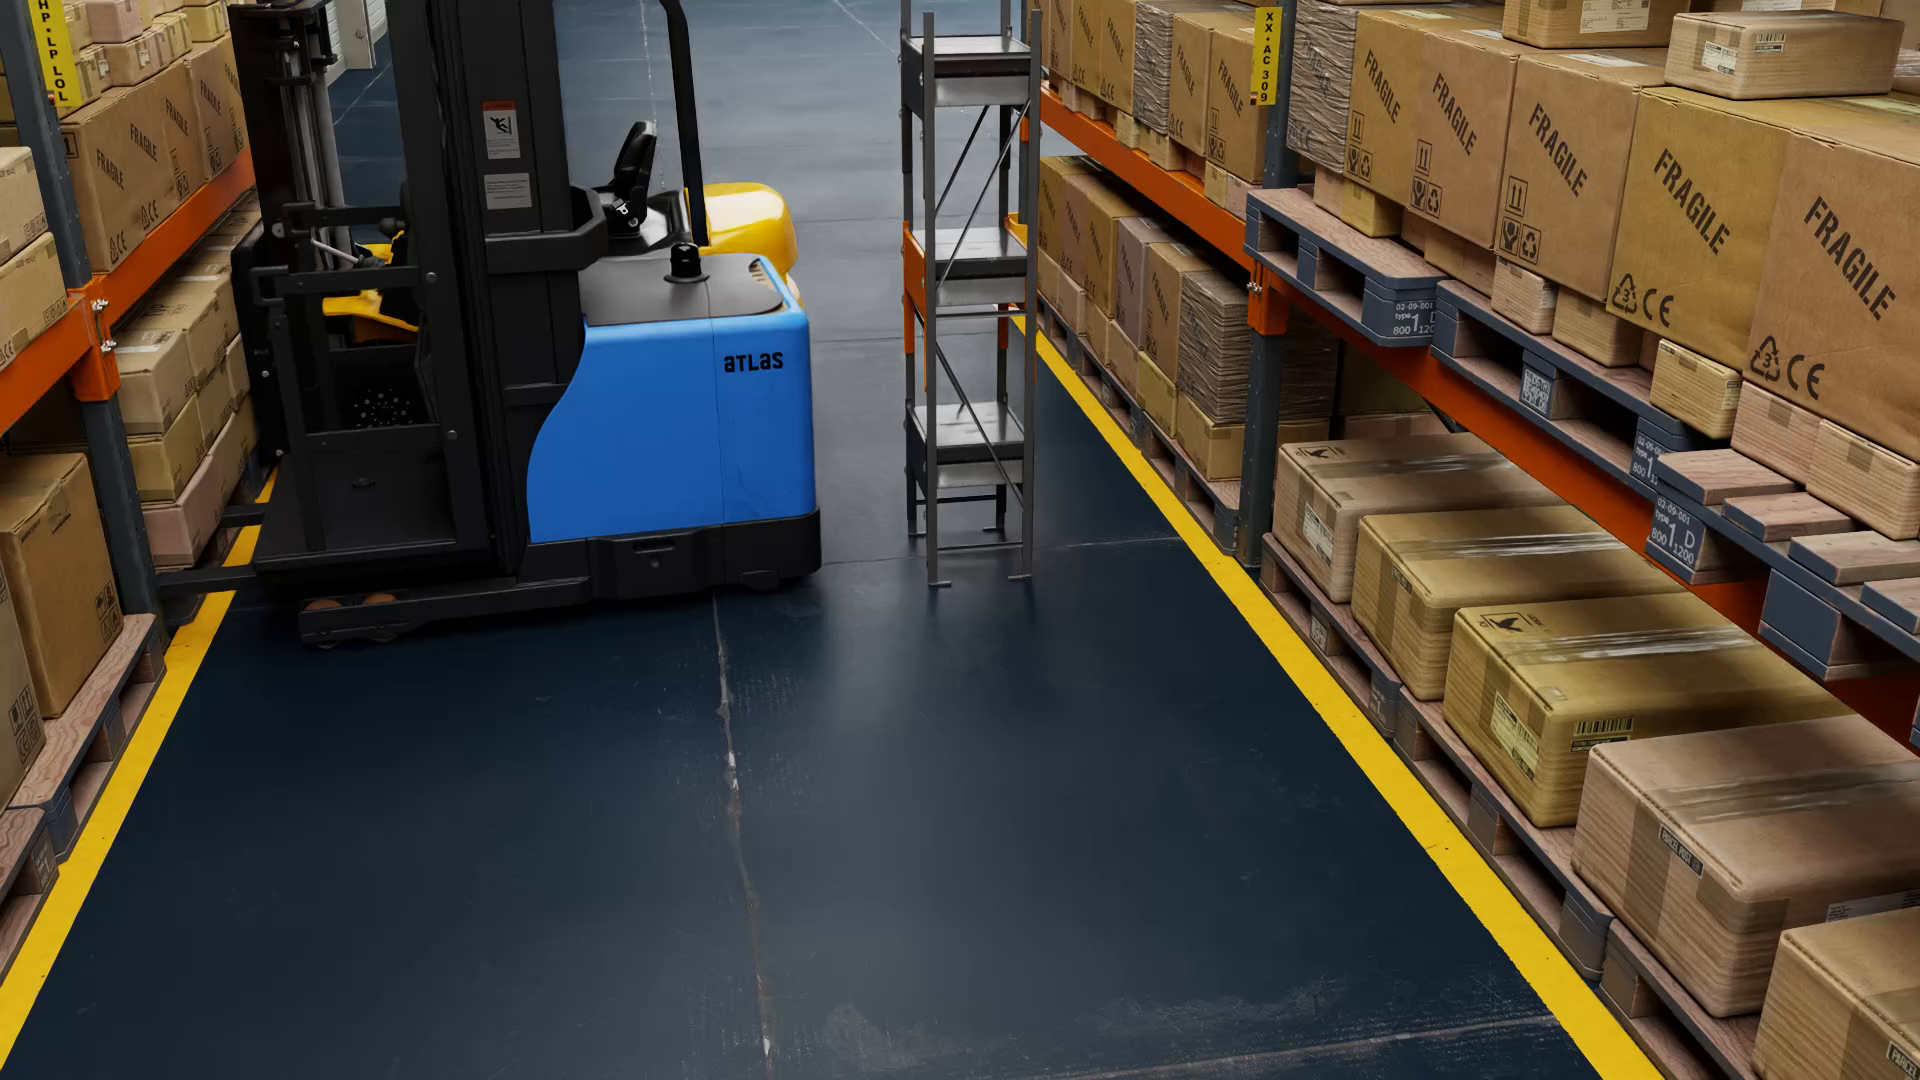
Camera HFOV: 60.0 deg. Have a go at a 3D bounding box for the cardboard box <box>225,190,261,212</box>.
[{"bbox_3d":[-3.534,-1.553,8.219,0.500,0.250,0.500,-4,24,-9],"label":"cardboard box"}]

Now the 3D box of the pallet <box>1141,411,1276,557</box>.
[{"bbox_3d":[1.432,-0.300,7.173,1.003,0.211,1.213,-4,24,-10],"label":"pallet"}]

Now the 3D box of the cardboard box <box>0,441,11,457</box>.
[{"bbox_3d":[-3.578,-0.285,5.942,0.500,0.250,0.500,-5,24,-11],"label":"cardboard box"}]

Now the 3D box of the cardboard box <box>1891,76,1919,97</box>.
[{"bbox_3d":[2.267,-0.724,3.640,0.500,0.500,0.500,-4,24,-9],"label":"cardboard box"}]

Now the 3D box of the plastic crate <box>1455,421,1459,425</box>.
[{"bbox_3d":[2.107,-0.657,8.153,0.402,0.080,0.583,-13,27,-28],"label":"plastic crate"}]

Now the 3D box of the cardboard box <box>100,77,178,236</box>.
[{"bbox_3d":[-3.224,-1.391,6.062,0.500,0.500,0.500,-4,24,-9],"label":"cardboard box"}]

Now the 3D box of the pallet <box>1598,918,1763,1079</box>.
[{"bbox_3d":[2.188,1.227,3.676,1.003,0.211,1.213,-4,24,-10],"label":"pallet"}]

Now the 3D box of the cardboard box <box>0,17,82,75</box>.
[{"bbox_3d":[-3.054,-1.574,5.300,0.380,0.149,0.250,-4,24,-9],"label":"cardboard box"}]

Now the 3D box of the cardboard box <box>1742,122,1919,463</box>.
[{"bbox_3d":[1.867,-0.478,3.076,0.500,0.500,0.500,-5,24,-11],"label":"cardboard box"}]

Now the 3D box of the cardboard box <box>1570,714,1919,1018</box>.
[{"bbox_3d":[2.092,0.756,4.029,0.950,0.372,0.625,-5,24,-11],"label":"cardboard box"}]

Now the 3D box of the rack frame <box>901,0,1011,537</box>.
[{"bbox_3d":[-0.015,-0.993,6.400,0.400,2.100,0.015,-4,24,-10],"label":"rack frame"}]

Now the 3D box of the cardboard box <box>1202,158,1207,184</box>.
[{"bbox_3d":[1.208,-1.511,6.776,0.380,0.149,0.250,-4,24,-9],"label":"cardboard box"}]

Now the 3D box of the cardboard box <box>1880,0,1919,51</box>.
[{"bbox_3d":[5.934,-3.007,9.700,0.875,0.550,0.550,-4,24,-10],"label":"cardboard box"}]

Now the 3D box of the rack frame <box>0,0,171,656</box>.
[{"bbox_3d":[-3.286,-0.947,5.172,1.000,3.000,0.127,-4,24,-10],"label":"rack frame"}]

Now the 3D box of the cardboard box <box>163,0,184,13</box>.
[{"bbox_3d":[-3.463,-2.272,6.897,0.380,0.149,0.250,-4,24,-9],"label":"cardboard box"}]

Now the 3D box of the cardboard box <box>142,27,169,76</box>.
[{"bbox_3d":[-3.231,-1.843,6.288,0.380,0.149,0.250,-5,24,-10],"label":"cardboard box"}]

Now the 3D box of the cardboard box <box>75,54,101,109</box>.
[{"bbox_3d":[-3.136,-1.537,5.586,0.380,0.149,0.250,-4,24,-9],"label":"cardboard box"}]

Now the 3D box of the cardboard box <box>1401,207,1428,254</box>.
[{"bbox_3d":[1.548,-0.948,4.962,0.380,0.149,0.250,-3,24,-6],"label":"cardboard box"}]

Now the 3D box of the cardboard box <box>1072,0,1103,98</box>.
[{"bbox_3d":[0.861,-2.461,8.141,0.500,0.500,0.500,-5,24,-11],"label":"cardboard box"}]

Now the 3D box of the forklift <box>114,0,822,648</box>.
[{"bbox_3d":[-2.103,-1.196,5.827,3.031,2.935,1.130,-6,24,-14],"label":"forklift"}]

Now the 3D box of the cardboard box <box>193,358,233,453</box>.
[{"bbox_3d":[-3.167,-0.520,6.479,0.500,0.250,0.500,-4,24,-10],"label":"cardboard box"}]

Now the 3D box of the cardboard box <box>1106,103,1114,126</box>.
[{"bbox_3d":[0.931,-2.115,8.159,0.380,0.149,0.250,-3,24,-8],"label":"cardboard box"}]

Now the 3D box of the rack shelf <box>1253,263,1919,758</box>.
[{"bbox_3d":[1.961,-0.200,4.359,1.077,0.370,4.000,-4,24,-10],"label":"rack shelf"}]

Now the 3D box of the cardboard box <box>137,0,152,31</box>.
[{"bbox_3d":[-3.268,-1.979,6.226,0.380,0.149,0.250,-5,24,-11],"label":"cardboard box"}]

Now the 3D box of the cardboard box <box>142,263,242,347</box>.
[{"bbox_3d":[-3.255,-0.948,6.835,0.500,0.250,0.500,-3,24,-8],"label":"cardboard box"}]

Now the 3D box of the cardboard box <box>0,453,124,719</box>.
[{"bbox_3d":[-3.179,0.153,5.095,0.875,0.625,0.625,-3,24,-7],"label":"cardboard box"}]

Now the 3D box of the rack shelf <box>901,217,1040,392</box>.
[{"bbox_3d":[0.031,-0.885,6.186,0.431,0.518,0.480,-4,24,-10],"label":"rack shelf"}]

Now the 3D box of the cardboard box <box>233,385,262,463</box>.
[{"bbox_3d":[-3.270,-0.494,7.044,0.500,0.250,0.500,-4,24,-9],"label":"cardboard box"}]

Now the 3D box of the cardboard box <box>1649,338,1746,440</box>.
[{"bbox_3d":[1.724,-0.335,3.557,0.380,0.149,0.250,-4,24,-9],"label":"cardboard box"}]

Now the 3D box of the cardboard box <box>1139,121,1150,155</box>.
[{"bbox_3d":[1.023,-1.807,7.454,0.380,0.149,0.250,-5,24,-11],"label":"cardboard box"}]

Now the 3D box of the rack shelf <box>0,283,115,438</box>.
[{"bbox_3d":[-2.916,0.169,3.514,1.077,0.370,4.000,-4,24,-10],"label":"rack shelf"}]

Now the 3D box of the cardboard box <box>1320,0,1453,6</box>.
[{"bbox_3d":[1.331,-1.777,5.239,0.380,0.149,0.250,-4,24,-10],"label":"cardboard box"}]

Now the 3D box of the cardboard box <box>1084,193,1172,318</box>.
[{"bbox_3d":[0.920,-1.415,8.217,0.500,0.500,0.500,-4,24,-9],"label":"cardboard box"}]

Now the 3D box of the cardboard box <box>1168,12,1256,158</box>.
[{"bbox_3d":[1.163,-1.857,6.757,0.500,0.500,0.500,-4,24,-8],"label":"cardboard box"}]

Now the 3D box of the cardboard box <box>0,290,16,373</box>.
[{"bbox_3d":[-2.838,-0.503,4.340,0.500,0.250,0.500,-4,24,-10],"label":"cardboard box"}]

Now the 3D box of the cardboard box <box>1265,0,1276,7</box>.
[{"bbox_3d":[1.650,-2.348,6.633,0.700,0.500,0.500,-4,24,-9],"label":"cardboard box"}]

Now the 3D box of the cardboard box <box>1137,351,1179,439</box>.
[{"bbox_3d":[1.109,-0.670,7.447,0.500,0.250,0.500,-5,24,-11],"label":"cardboard box"}]

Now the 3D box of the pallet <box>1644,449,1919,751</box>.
[{"bbox_3d":[2.094,0.073,3.076,1.213,0.211,1.003,-4,24,-10],"label":"pallet"}]

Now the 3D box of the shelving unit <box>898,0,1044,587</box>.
[{"bbox_3d":[0.031,-0.897,6.181,0.431,2.100,0.503,-4,24,-10],"label":"shelving unit"}]

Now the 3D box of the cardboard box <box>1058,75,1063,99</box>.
[{"bbox_3d":[0.741,-2.417,8.850,0.380,0.149,0.250,-5,24,-11],"label":"cardboard box"}]

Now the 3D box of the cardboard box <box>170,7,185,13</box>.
[{"bbox_3d":[-3.468,-2.141,6.968,0.380,0.149,0.250,-4,24,-10],"label":"cardboard box"}]

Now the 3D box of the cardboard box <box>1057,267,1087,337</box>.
[{"bbox_3d":[0.816,-1.283,8.851,0.500,0.250,0.500,-3,24,-8],"label":"cardboard box"}]

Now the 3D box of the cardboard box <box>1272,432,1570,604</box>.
[{"bbox_3d":[1.691,-0.098,5.986,0.950,0.372,0.625,-4,24,-9],"label":"cardboard box"}]

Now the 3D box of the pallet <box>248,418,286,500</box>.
[{"bbox_3d":[-3.621,-0.466,7.554,1.003,0.211,1.213,-4,24,-10],"label":"pallet"}]

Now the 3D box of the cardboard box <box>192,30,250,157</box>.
[{"bbox_3d":[-3.495,-1.986,7.425,0.500,0.500,0.500,-5,24,-11],"label":"cardboard box"}]

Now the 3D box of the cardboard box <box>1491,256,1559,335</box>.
[{"bbox_3d":[1.597,-0.638,4.253,0.380,0.149,0.250,-3,24,-8],"label":"cardboard box"}]

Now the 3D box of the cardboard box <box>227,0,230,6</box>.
[{"bbox_3d":[-3.587,-2.445,7.665,0.380,0.149,0.250,-4,24,-10],"label":"cardboard box"}]

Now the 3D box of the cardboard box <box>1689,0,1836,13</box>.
[{"bbox_3d":[2.112,-1.447,4.484,0.380,0.149,0.250,-5,24,-12],"label":"cardboard box"}]

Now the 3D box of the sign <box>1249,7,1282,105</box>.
[{"bbox_3d":[1.059,-1.670,5.744,0.100,0.325,0.005,-4,24,-10],"label":"sign"}]

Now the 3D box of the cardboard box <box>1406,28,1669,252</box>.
[{"bbox_3d":[1.567,-1.093,4.483,0.500,0.500,0.500,-4,24,-10],"label":"cardboard box"}]

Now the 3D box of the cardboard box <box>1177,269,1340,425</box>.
[{"bbox_3d":[1.218,-0.805,6.820,0.500,0.500,0.500,-5,24,-10],"label":"cardboard box"}]
